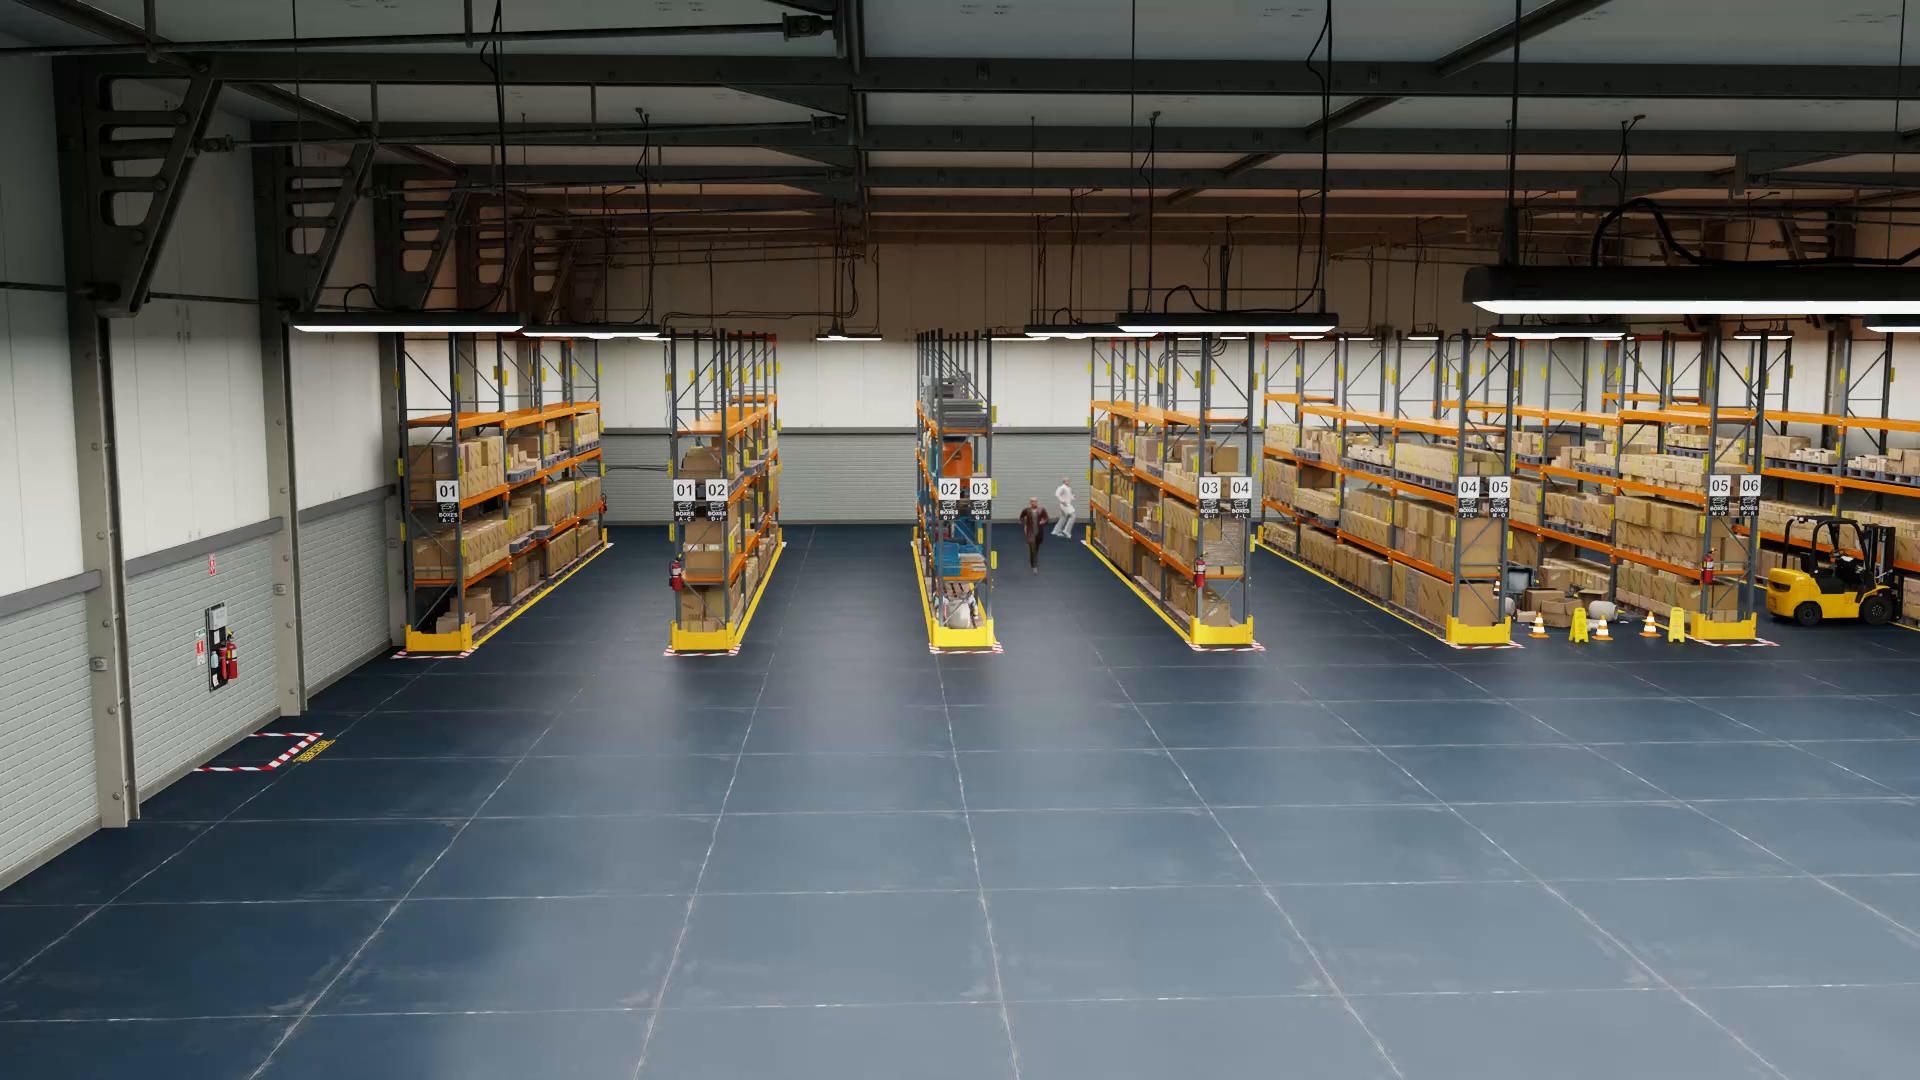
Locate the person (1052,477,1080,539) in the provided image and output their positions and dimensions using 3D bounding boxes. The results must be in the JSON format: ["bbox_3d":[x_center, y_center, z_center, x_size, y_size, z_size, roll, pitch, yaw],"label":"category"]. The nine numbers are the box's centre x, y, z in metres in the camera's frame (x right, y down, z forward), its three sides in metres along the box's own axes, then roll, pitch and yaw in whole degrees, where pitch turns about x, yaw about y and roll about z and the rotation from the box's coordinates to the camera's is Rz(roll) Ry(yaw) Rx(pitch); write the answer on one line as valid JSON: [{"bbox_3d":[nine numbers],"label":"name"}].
[{"bbox_3d":[3.132,-0.939,49.170,0.829,1.837,0.681,1,7,8],"label":"person"}]

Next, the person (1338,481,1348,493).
[{"bbox_3d":[11.484,-0.979,49.624,0.754,1.740,0.654,-2,7,-18],"label":"person"}]

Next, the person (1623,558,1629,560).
[{"bbox_3d":[16.699,0.051,41.250,0.583,1.686,0.658,-2,7,-13],"label":"person"}]

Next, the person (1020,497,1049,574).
[{"bbox_3d":[1.805,-0.028,39.979,0.677,1.618,0.932,-1,7,-8],"label":"person"}]

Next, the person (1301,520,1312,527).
[{"bbox_3d":[10.162,-0.875,48.948,0.690,1.738,0.918,4,8,32],"label":"person"}]
